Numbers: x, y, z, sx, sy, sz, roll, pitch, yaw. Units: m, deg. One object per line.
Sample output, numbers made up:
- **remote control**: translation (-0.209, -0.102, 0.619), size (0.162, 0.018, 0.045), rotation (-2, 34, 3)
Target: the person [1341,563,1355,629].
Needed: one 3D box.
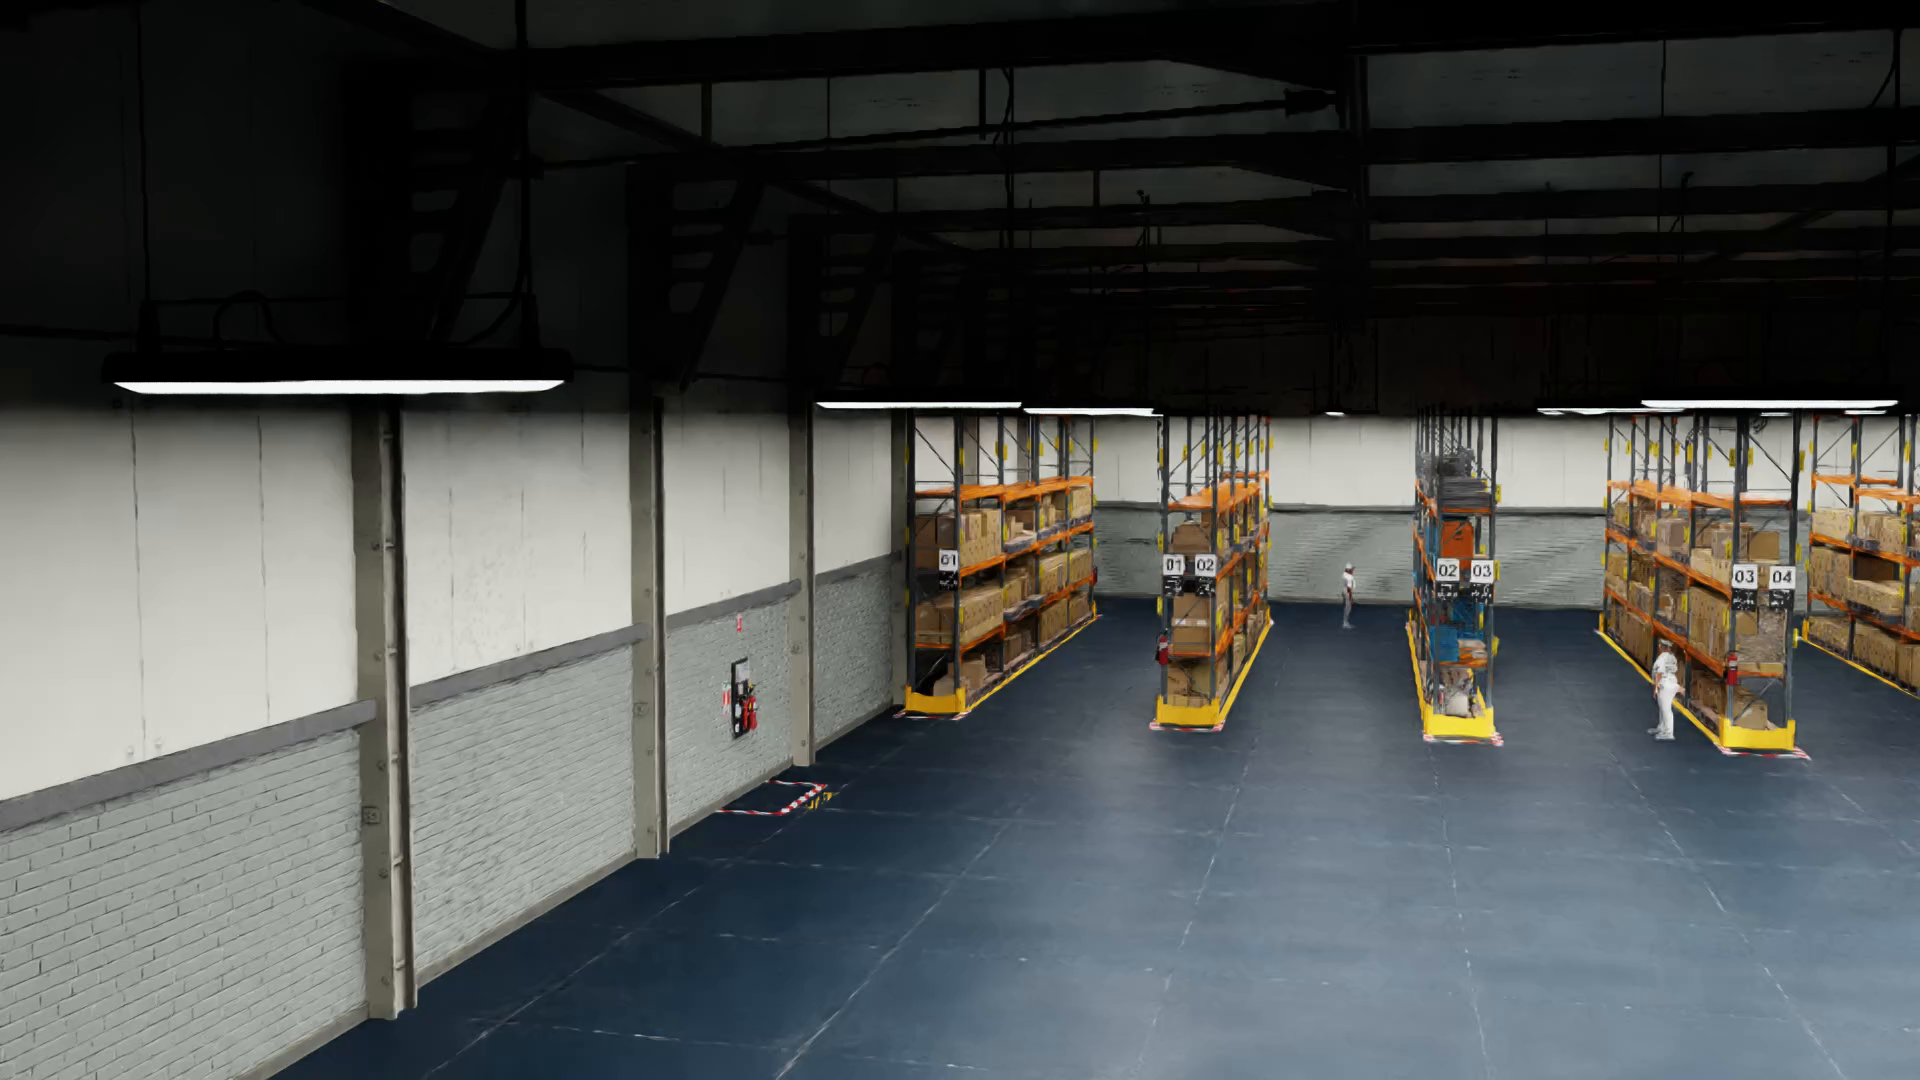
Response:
- **person**: translation (10.613, 1.512, 45.394), size (0.388, 1.768, 0.704), rotation (0, 4, 3)

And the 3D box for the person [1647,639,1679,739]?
- **person**: translation (12.619, 2.659, 29.878), size (0.654, 1.748, 0.586), rotation (-4, 6, -44)
